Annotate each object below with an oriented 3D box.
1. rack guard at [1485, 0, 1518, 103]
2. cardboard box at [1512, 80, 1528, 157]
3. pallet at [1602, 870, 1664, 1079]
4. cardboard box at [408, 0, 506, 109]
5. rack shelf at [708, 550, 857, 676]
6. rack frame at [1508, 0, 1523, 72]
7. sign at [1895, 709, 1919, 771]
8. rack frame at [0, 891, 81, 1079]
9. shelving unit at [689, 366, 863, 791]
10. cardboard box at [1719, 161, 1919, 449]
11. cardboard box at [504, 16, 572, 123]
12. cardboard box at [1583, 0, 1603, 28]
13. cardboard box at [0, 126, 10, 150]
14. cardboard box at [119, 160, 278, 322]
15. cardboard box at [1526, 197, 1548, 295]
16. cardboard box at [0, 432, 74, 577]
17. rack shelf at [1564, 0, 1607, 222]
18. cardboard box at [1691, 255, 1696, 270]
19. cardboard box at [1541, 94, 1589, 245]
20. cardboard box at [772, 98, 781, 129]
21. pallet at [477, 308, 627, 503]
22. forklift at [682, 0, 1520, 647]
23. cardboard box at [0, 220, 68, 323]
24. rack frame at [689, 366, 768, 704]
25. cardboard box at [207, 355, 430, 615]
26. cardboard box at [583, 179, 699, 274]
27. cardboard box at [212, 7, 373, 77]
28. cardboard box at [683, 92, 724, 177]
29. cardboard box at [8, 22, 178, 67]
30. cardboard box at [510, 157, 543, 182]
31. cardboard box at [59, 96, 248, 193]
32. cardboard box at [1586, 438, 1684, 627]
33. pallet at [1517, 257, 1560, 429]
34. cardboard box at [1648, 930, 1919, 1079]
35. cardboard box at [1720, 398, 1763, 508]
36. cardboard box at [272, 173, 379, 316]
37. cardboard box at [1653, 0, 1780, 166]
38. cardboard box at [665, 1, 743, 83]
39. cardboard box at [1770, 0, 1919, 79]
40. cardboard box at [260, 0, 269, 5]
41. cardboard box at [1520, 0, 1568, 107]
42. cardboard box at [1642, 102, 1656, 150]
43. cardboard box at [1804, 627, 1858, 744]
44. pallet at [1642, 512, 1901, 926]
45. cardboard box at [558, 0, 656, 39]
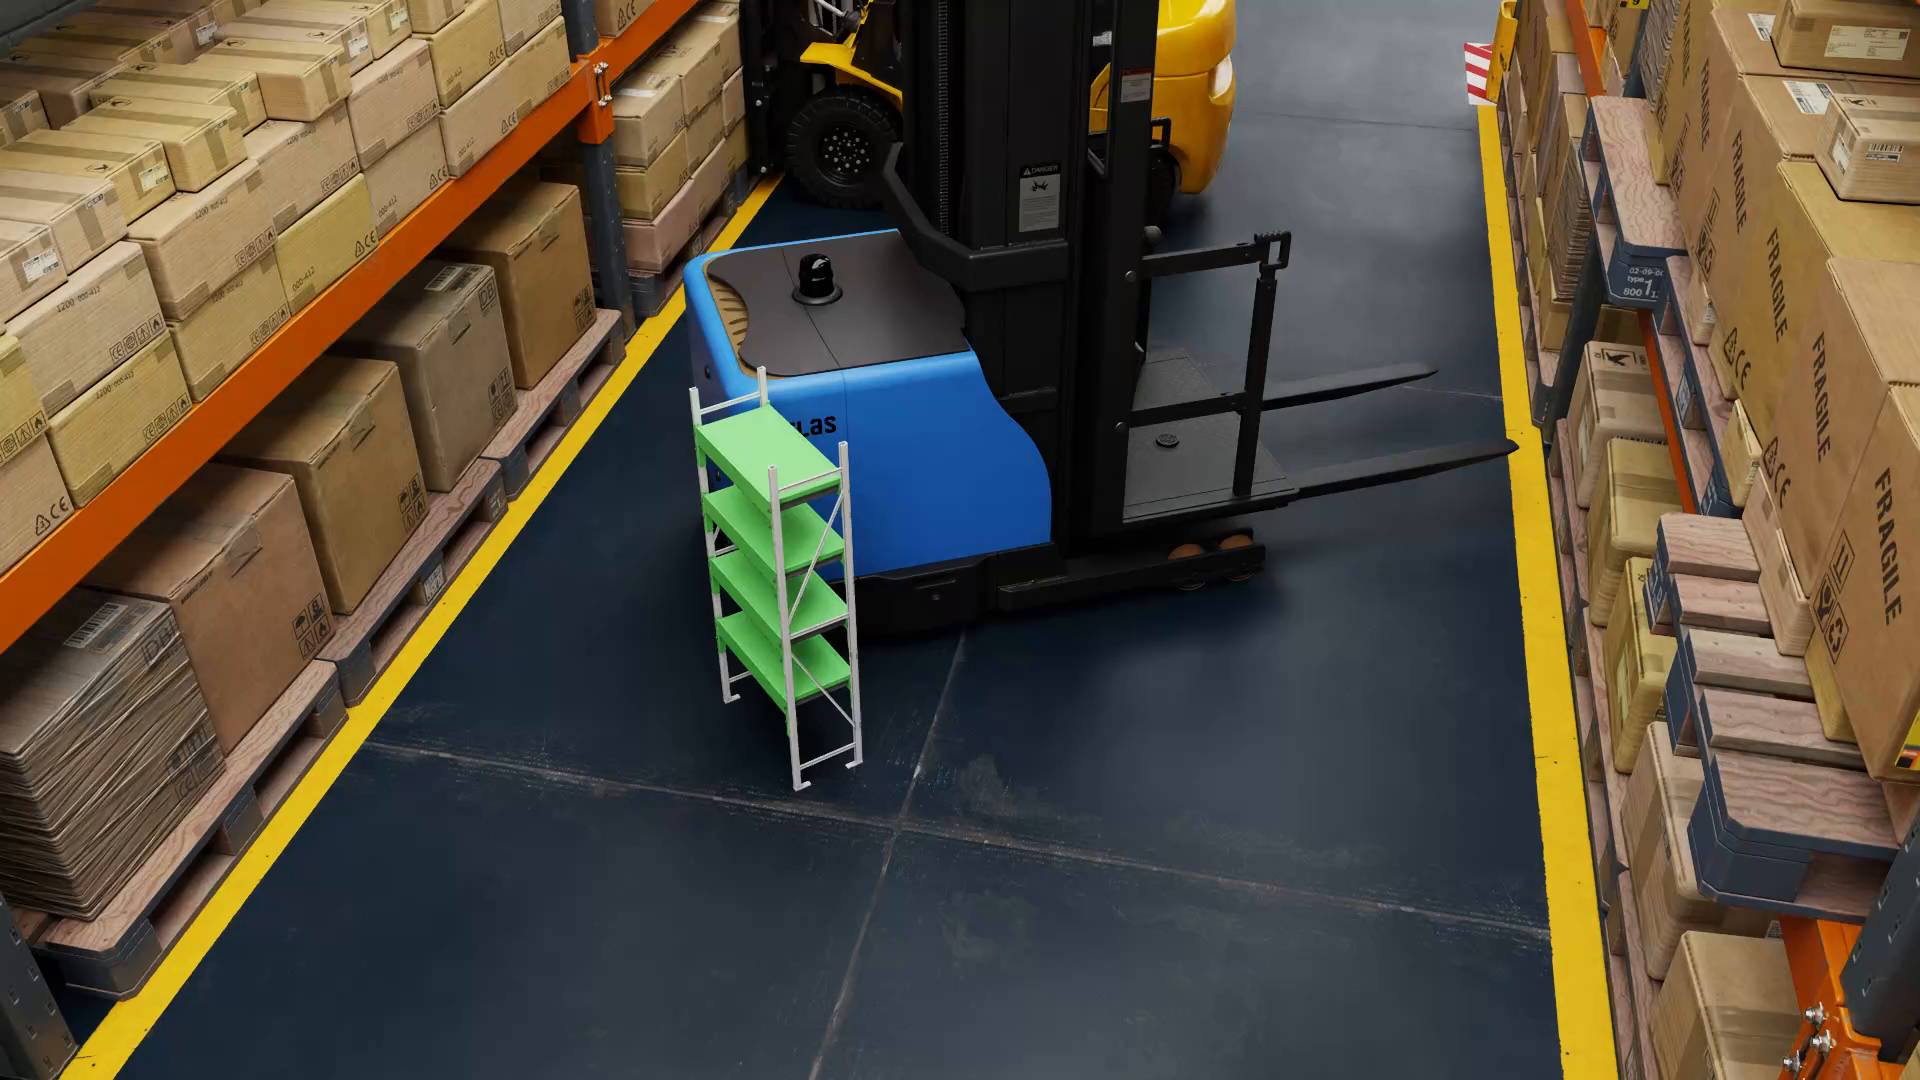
[{"bbox_3d":[3.717,-2.807,9.697,1.175,0.500,0.348,7,37,10],"label":"rack guard"},{"bbox_3d":[3.175,-2.200,8.715,0.500,0.250,0.500,9,37,12],"label":"cardboard box"},{"bbox_3d":[2.193,1.405,4.132,1.003,0.211,1.213,7,37,10],"label":"pallet"},{"bbox_3d":[-1.929,-1.722,5.772,0.500,0.250,0.500,6,36,9],"label":"cardboard box"},{"bbox_3d":[-0.546,0.186,5.079,0.258,0.148,0.480,-21,41,-26],"label":"rack shelf"},{"bbox_3d":[3.734,-3.863,9.024,1.000,3.000,0.127,7,37,10],"label":"rack frame"},{"bbox_3d":[1.493,0.224,2.465,0.100,0.325,0.005,7,37,10],"label":"sign"},{"bbox_3d":[-2.825,0.104,3.551,1.000,3.000,0.127,7,37,10],"label":"rack frame"},{"bbox_3d":[-0.546,0.135,5.042,0.258,1.200,0.503,-21,41,-26],"label":"shelving unit"},{"bbox_3d":[2.057,-0.490,3.674,0.500,0.500,0.500,5,36,7],"label":"cardboard box"},{"bbox_3d":[-1.823,-1.807,6.315,0.500,0.250,0.500,8,37,11],"label":"cardboard box"},{"bbox_3d":[2.864,-2.273,7.045,0.380,0.149,0.250,7,36,9],"label":"cardboard box"},{"bbox_3d":[-2.775,-1.006,4.444,0.380,0.149,0.250,7,37,10],"label":"cardboard box"},{"bbox_3d":[-2.254,-0.847,4.564,0.500,0.250,0.500,6,36,9],"label":"cardboard box"},{"bbox_3d":[2.847,-1.305,7.480,0.500,0.250,0.500,6,36,9],"label":"cardboard box"},{"bbox_3d":[-2.491,-0.059,3.904,0.500,0.250,0.500,7,37,10],"label":"cardboard box"},{"bbox_3d":[3.307,-2.425,7.653,1.077,0.370,4.000,7,37,10],"label":"rack shelf"},{"bbox_3d":[2.254,-0.763,4.603,0.380,0.149,0.250,8,37,10],"label":"cardboard box"},{"bbox_3d":[2.850,-1.595,7.240,0.500,0.500,0.500,8,37,11],"label":"cardboard box"},{"bbox_3d":[-1.228,-2.360,8.936,0.500,0.250,0.500,8,37,11],"label":"cardboard box"},{"bbox_3d":[-2.090,-0.633,6.944,1.003,0.211,1.213,7,37,10],"label":"pallet"},{"bbox_3d":[0.597,-1.292,5.535,3.031,2.935,1.130,-10,37,-13],"label":"forklift"},{"bbox_3d":[-2.384,-0.649,3.952,0.380,0.149,0.250,8,37,11],"label":"cardboard box"},{"bbox_3d":[-0.678,0.014,5.208,0.240,1.200,0.015,-21,41,-26],"label":"rack frame"},{"bbox_3d":[-2.403,-0.222,5.666,0.875,0.625,0.625,6,36,8],"label":"cardboard box"},{"bbox_3d":[-1.544,-1.482,7.724,0.500,0.250,0.500,8,37,10],"label":"cardboard box"},{"bbox_3d":[-2.071,-1.533,5.171,0.380,0.149,0.250,8,37,10],"label":"cardboard box"},{"bbox_3d":[-1.460,-1.976,7.980,0.500,0.250,0.500,7,37,10],"label":"cardboard box"},{"bbox_3d":[-2.626,-1.450,5.057,0.380,0.149,0.250,8,37,10],"label":"cardboard box"},{"bbox_3d":[-2.067,-1.754,7.673,0.500,0.250,0.500,7,36,9],"label":"cardboard box"},{"bbox_3d":[-2.204,-1.087,4.555,0.380,0.149,0.250,8,37,11],"label":"cardboard box"},{"bbox_3d":[2.620,0.038,5.523,0.950,0.372,0.625,10,37,13],"label":"cardboard box"},{"bbox_3d":[2.988,-0.830,7.215,1.003,0.211,1.213,7,37,10],"label":"pallet"},{"bbox_3d":[2.155,1.295,3.789,0.950,0.372,0.625,5,36,7],"label":"cardboard box"},{"bbox_3d":[1.968,-0.178,3.795,0.380,0.149,0.250,8,37,11],"label":"cardboard box"},{"bbox_3d":[-2.164,-0.940,5.119,0.500,0.250,0.500,8,37,11],"label":"cardboard box"},{"bbox_3d":[2.393,-1.380,4.902,0.500,0.500,0.500,7,37,10],"label":"cardboard box"},{"bbox_3d":[-1.347,-2.468,8.232,0.500,0.250,0.500,9,37,12],"label":"cardboard box"},{"bbox_3d":[2.302,-1.302,4.241,0.380,0.149,0.250,9,37,13],"label":"cardboard box"},{"bbox_3d":[-2.452,-1.879,5.648,0.380,0.149,0.250,7,37,10],"label":"cardboard box"},{"bbox_3d":[3.179,-2.481,8.464,0.500,0.500,0.500,6,36,8],"label":"cardboard box"},{"bbox_3d":[2.453,-1.361,5.427,0.380,0.149,0.250,8,37,11],"label":"cardboard box"},{"bbox_3d":[1.852,0.275,3.171,0.380,0.149,0.250,8,37,11],"label":"cardboard box"},{"bbox_3d":[2.073,0.379,3.334,1.213,0.211,1.003,7,37,10],"label":"pallet"},{"bbox_3d":[-1.621,-2.452,6.992,0.500,0.500,0.500,6,36,9],"label":"cardboard box"}]
